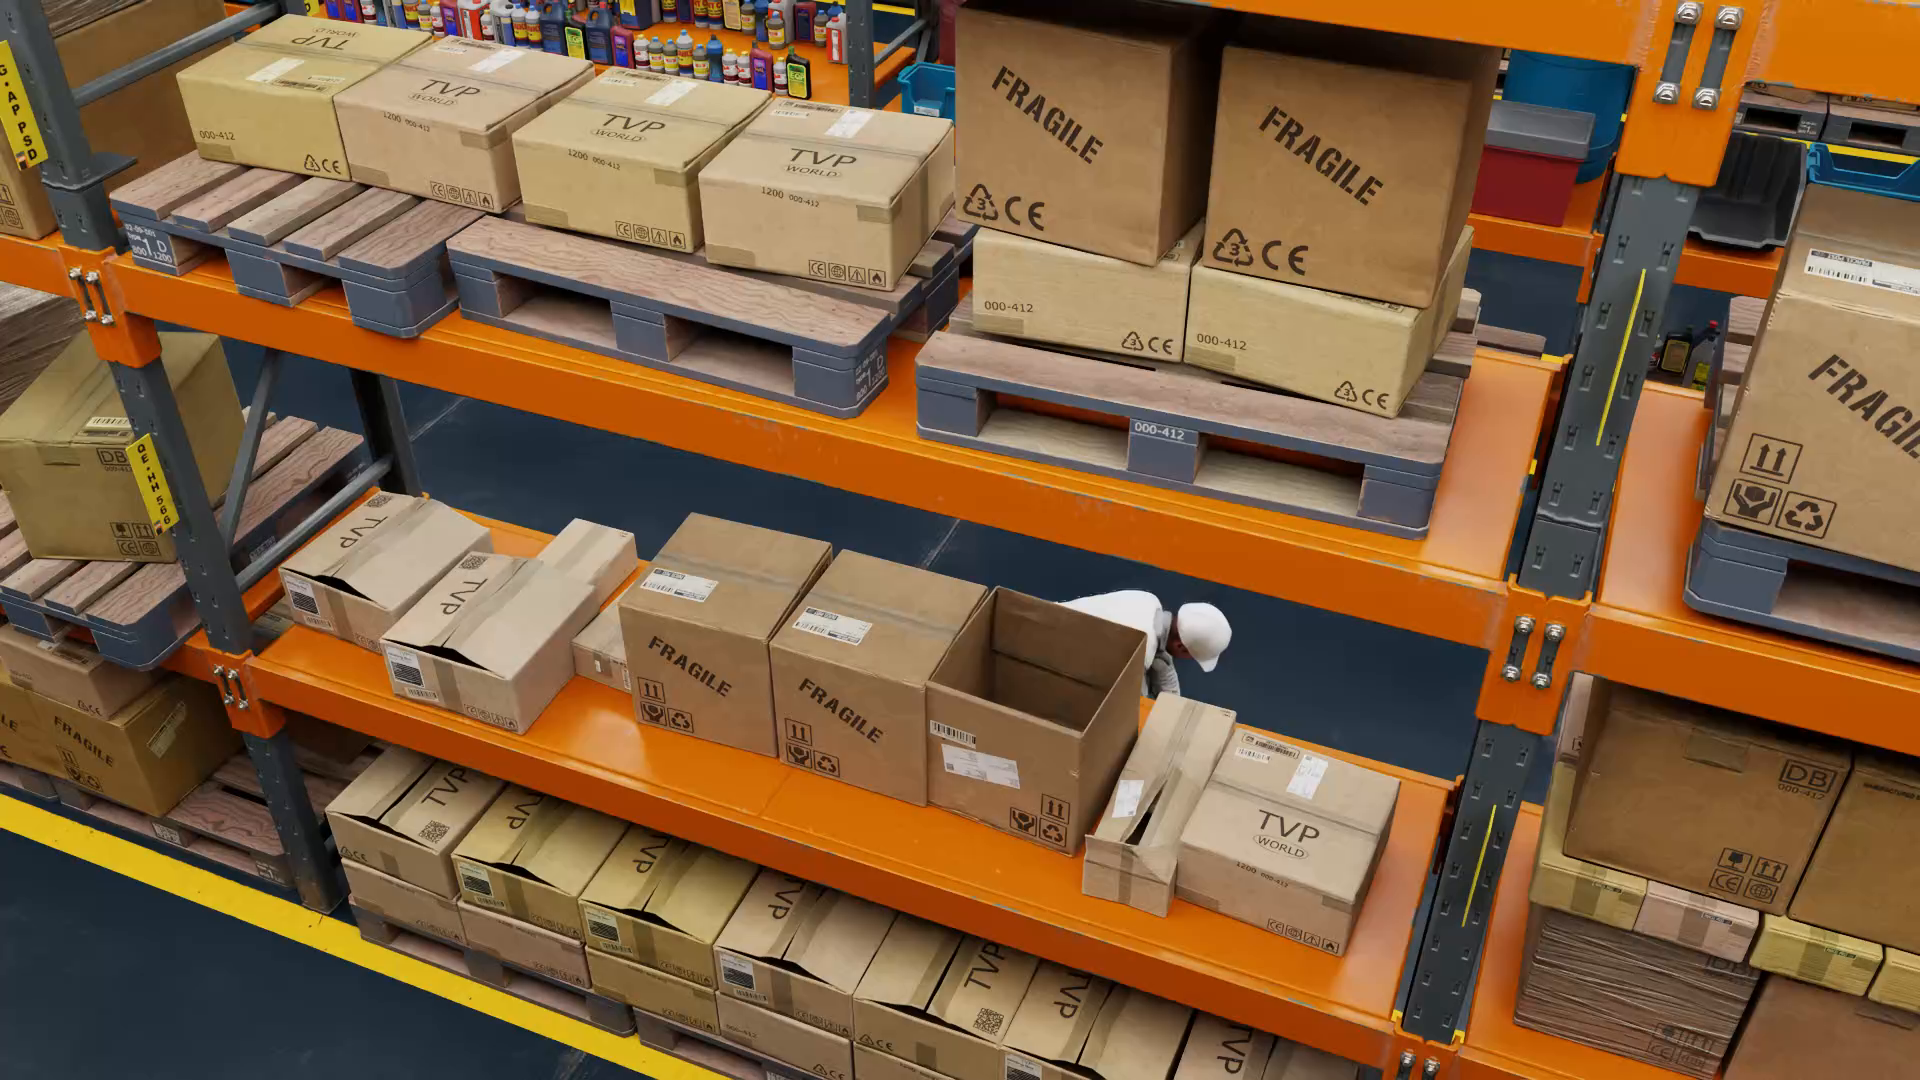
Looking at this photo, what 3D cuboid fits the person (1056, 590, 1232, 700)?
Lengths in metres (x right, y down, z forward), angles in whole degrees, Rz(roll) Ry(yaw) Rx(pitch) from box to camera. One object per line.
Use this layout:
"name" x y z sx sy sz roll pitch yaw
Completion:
"person" 0.615 0.566 6.839 0.927 0.871 0.527 14 39 18
